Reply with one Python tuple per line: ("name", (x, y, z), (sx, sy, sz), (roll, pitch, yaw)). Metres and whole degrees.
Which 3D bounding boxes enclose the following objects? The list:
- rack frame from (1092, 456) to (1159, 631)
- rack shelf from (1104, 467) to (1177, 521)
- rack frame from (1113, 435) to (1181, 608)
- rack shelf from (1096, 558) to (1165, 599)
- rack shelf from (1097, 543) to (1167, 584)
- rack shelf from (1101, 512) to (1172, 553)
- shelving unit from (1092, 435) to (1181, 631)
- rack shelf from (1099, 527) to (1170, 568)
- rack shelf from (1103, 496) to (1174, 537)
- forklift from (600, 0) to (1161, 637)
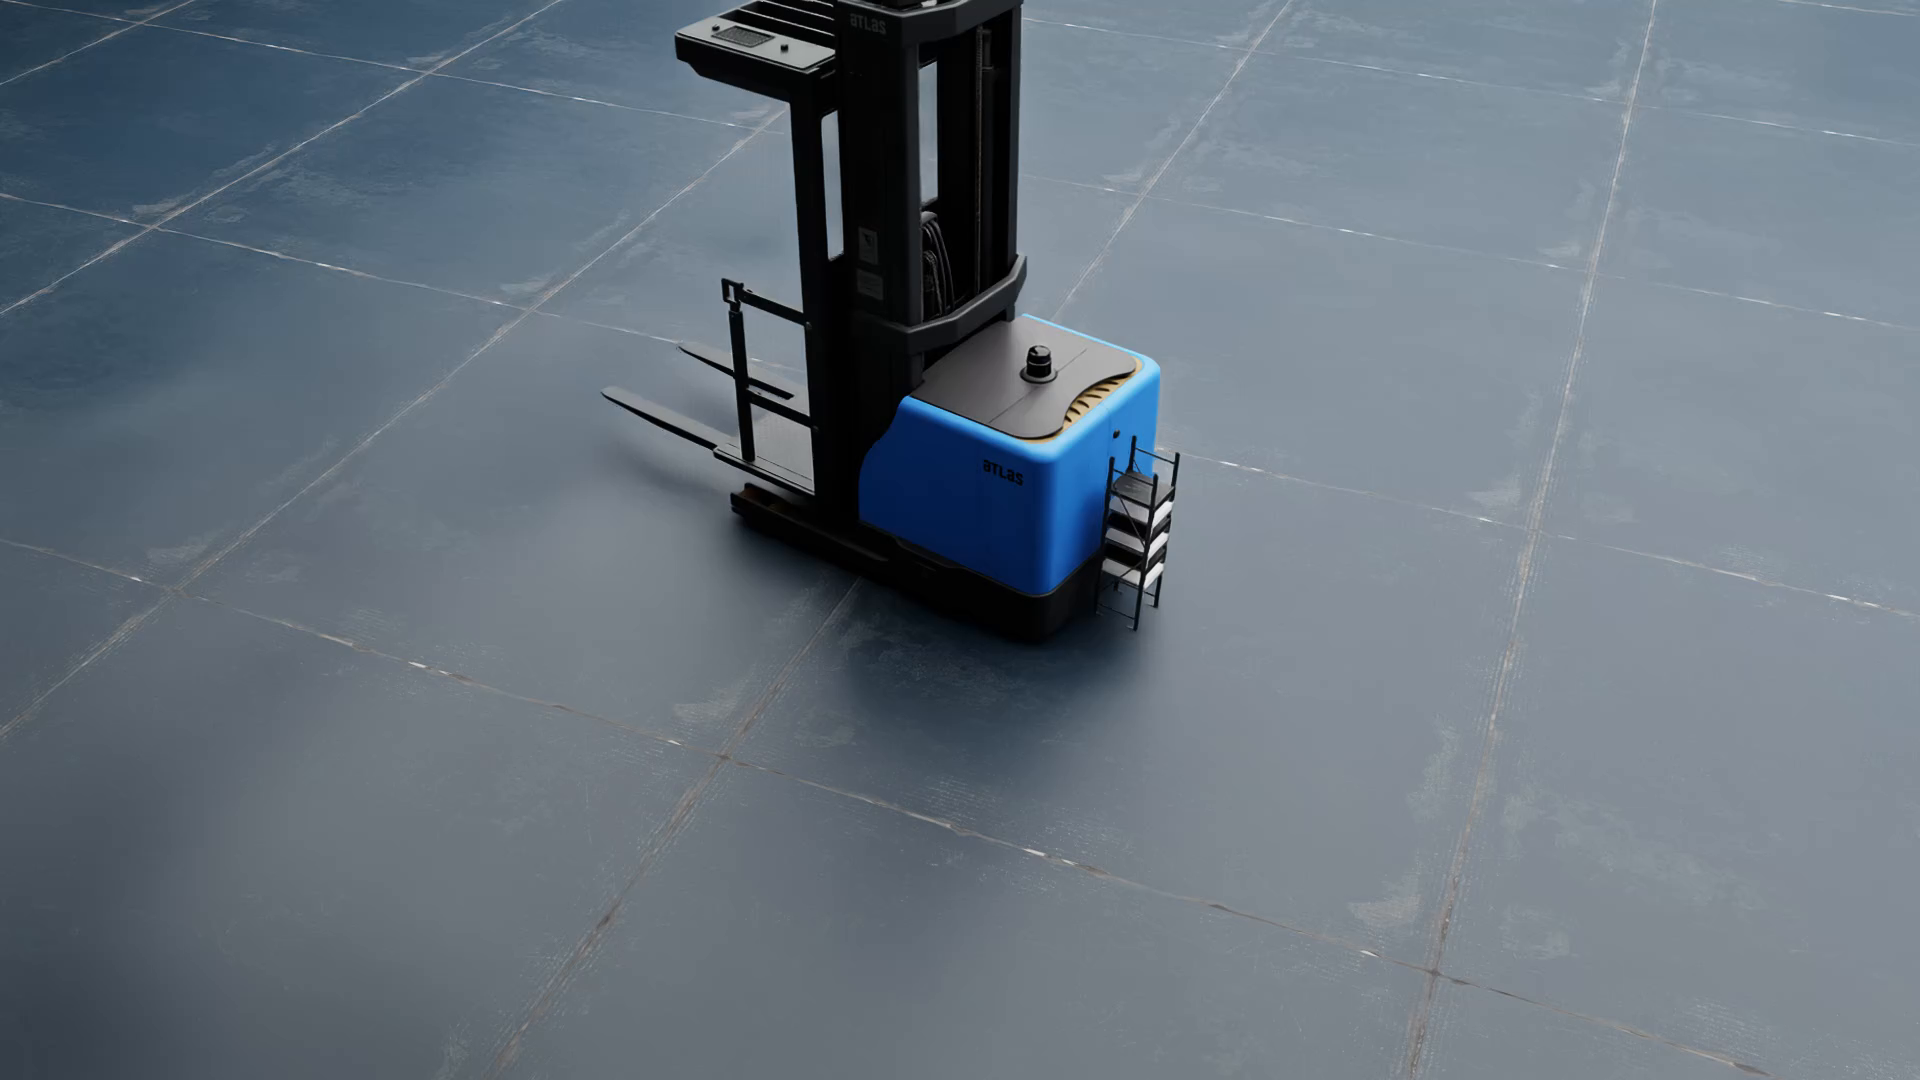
("rack frame", (0.746, 0.029, 7.551), (0.240, 0.900, 0.006), (24, 43, 24))
("rack shelf", (0.811, -0.208, 7.473), (0.258, 0.077, 0.200), (24, 43, 24))
("rack frame", (0.858, -0.073, 7.687), (0.240, 0.900, 0.006), (24, 43, 24))
("rack shelf", (0.794, 0.145, 7.751), (0.258, 0.077, 0.200), (24, 43, 24))
("rack shelf", (0.797, 0.075, 7.695), (0.258, 0.077, 0.200), (24, 43, 24))
("rack shelf", (0.804, -0.066, 7.584), (0.258, 0.077, 0.200), (24, 43, 24))
("shelving unit", (0.802, -0.022, 7.619), (0.258, 0.900, 0.210), (24, 43, 24))
("rack shelf", (0.801, 0.004, 7.640), (0.258, 0.077, 0.200), (24, 43, 24))
("rack shelf", (0.807, -0.137, 7.528), (0.258, 0.077, 0.200), (24, 43, 24))
("forklift", (-0.545, -1.432, 7.819), (3.031, 2.935, 1.130), (24, 43, 28))
